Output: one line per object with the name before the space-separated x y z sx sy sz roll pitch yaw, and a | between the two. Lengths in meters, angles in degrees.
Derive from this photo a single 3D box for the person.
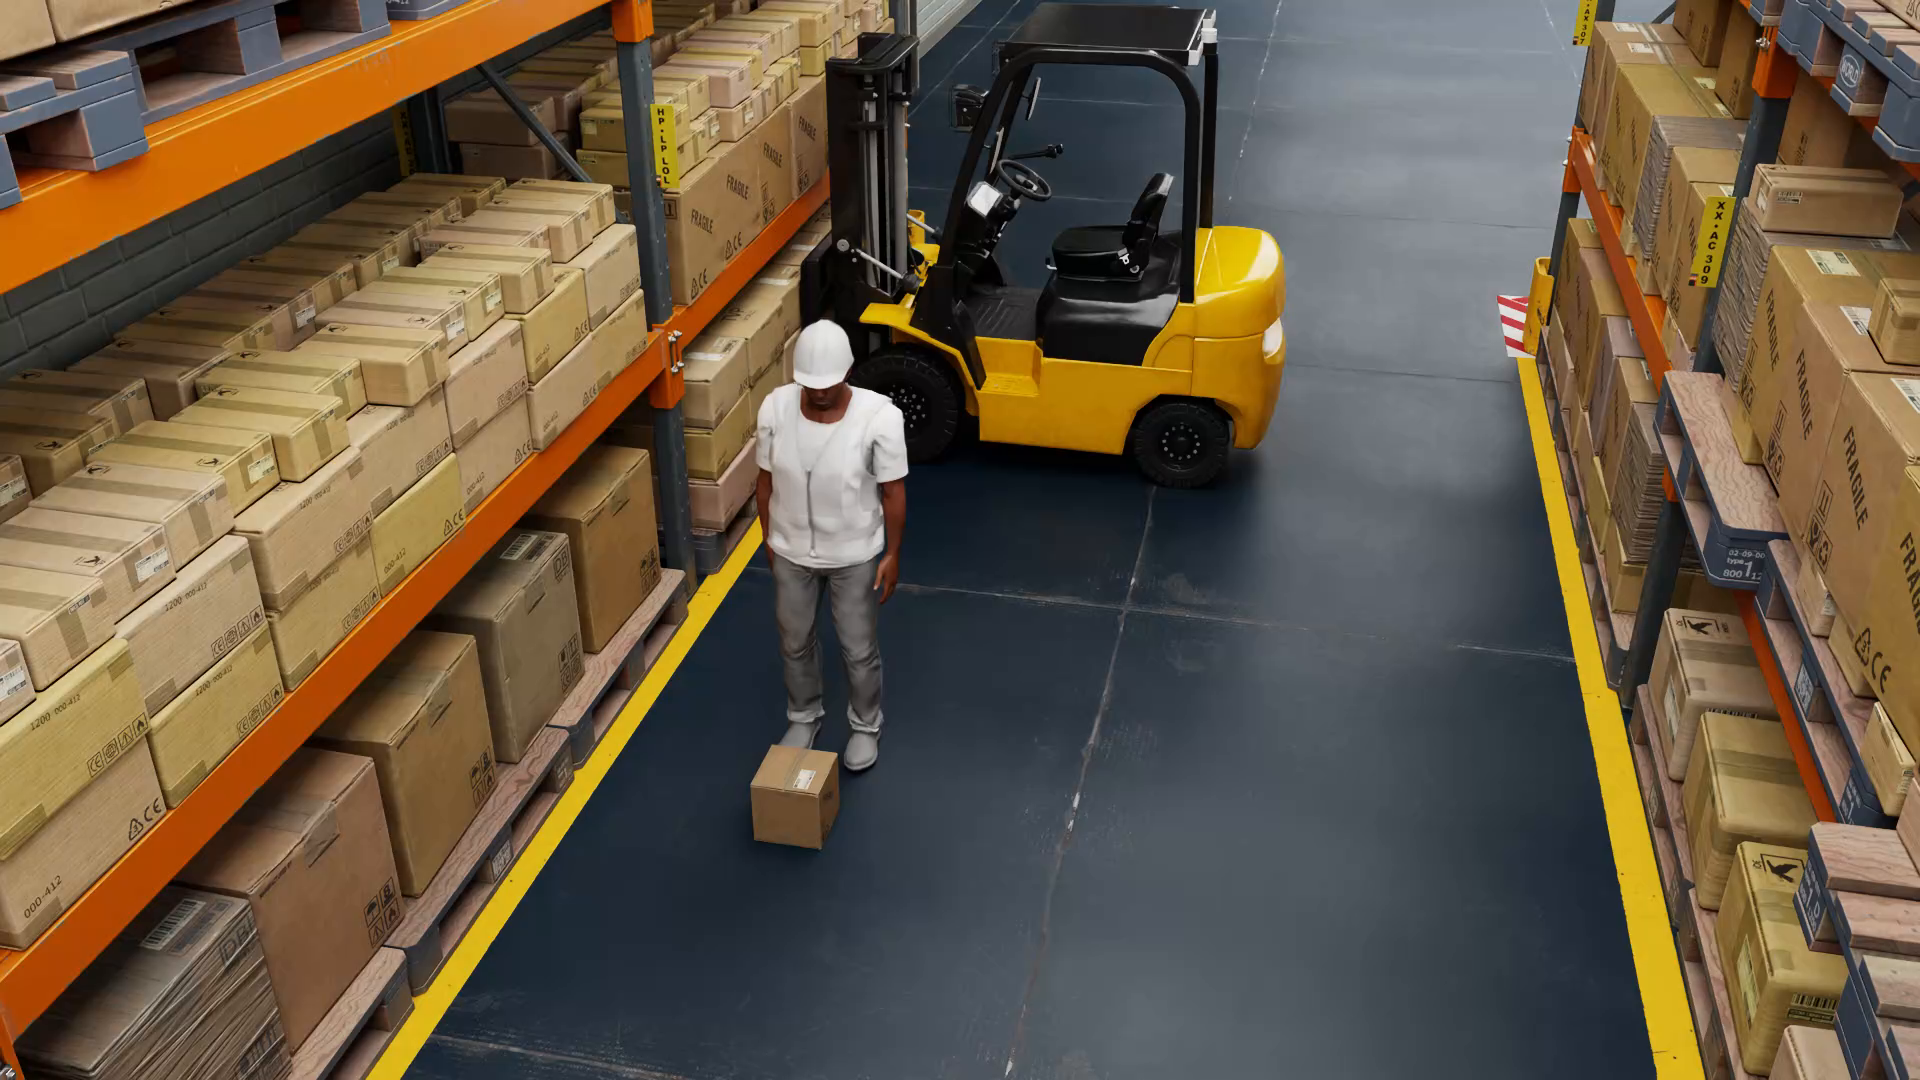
person | -0.468 0.029 6.052 0.567 1.759 0.363 6 29 12
